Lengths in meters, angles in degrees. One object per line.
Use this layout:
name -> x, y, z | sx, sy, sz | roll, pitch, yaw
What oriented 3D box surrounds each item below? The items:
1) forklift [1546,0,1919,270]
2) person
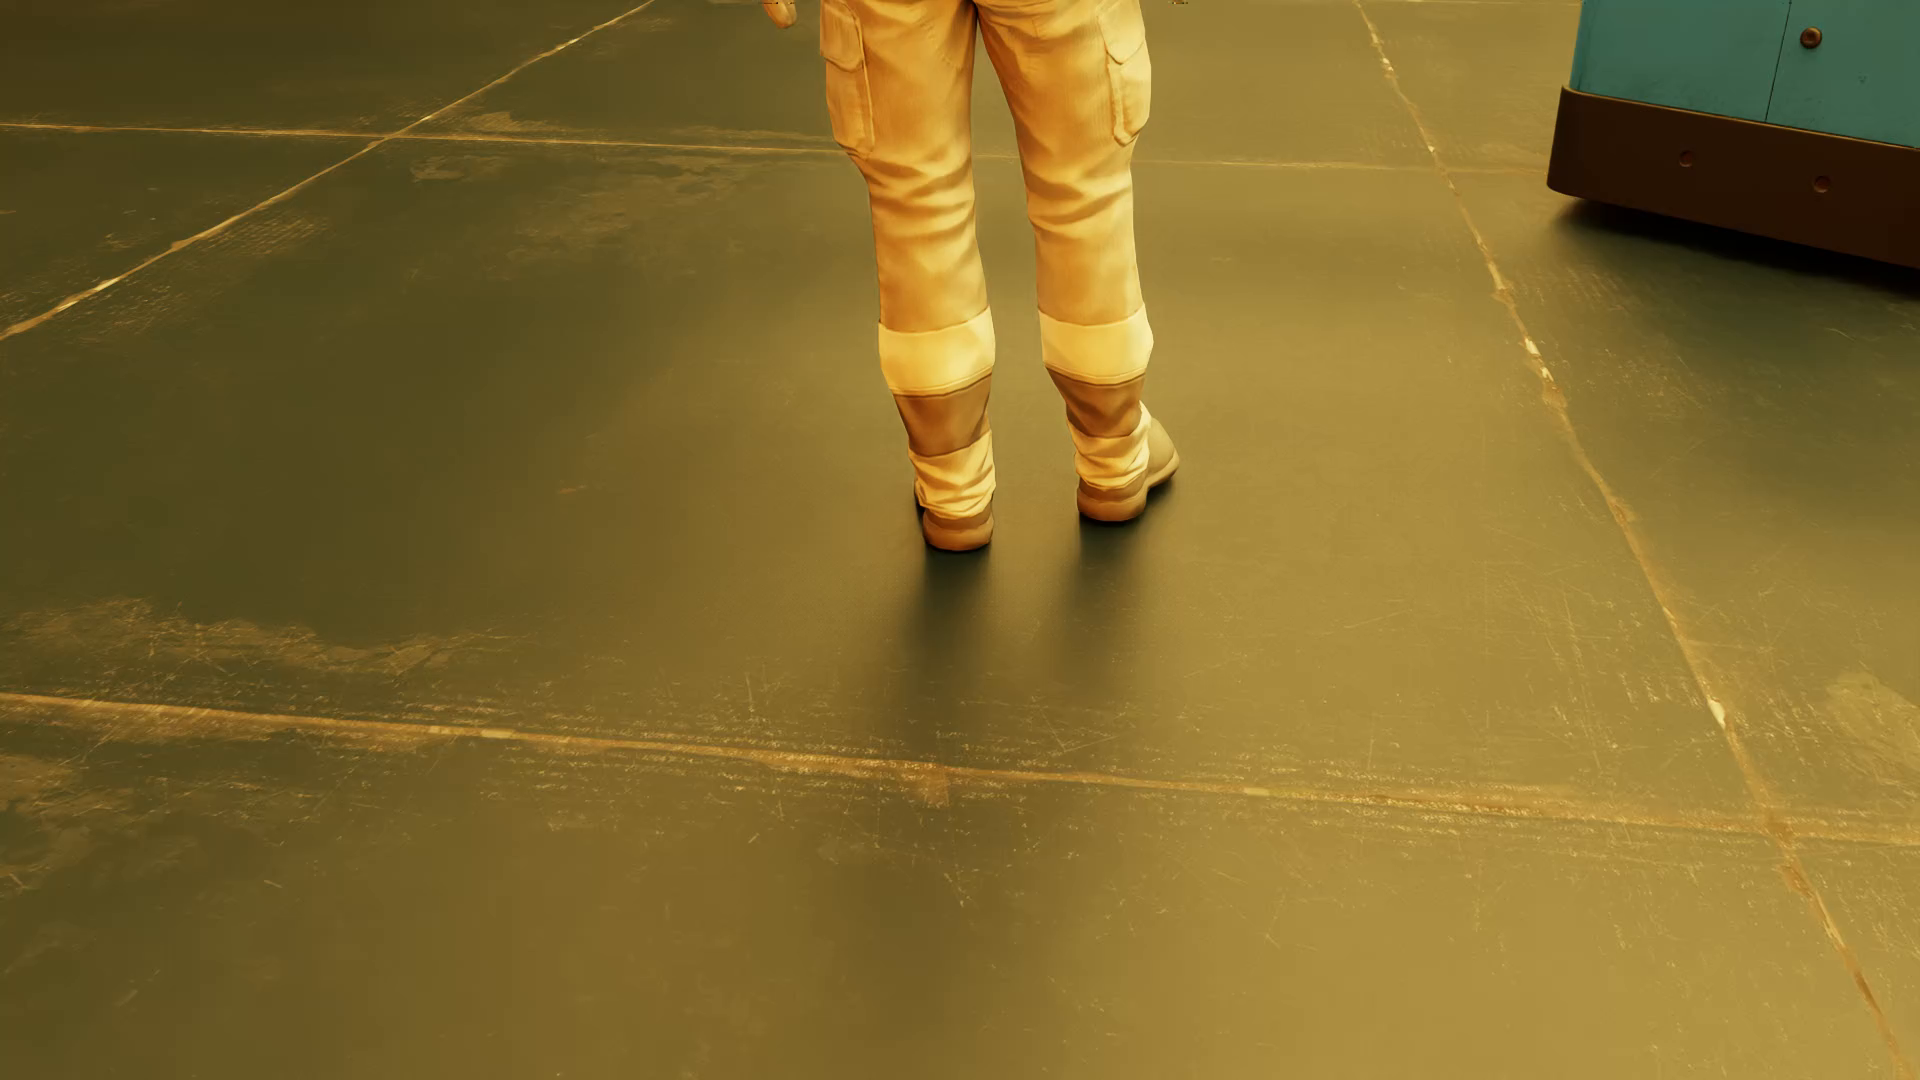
forklift -> 2.872, -2.388, 4.004 | 3.031, 2.935, 1.130 | -22, 34, -37
person -> 0.021, -0.842, 2.168 | 0.638, 1.789, 0.562 | 3, 27, 7
